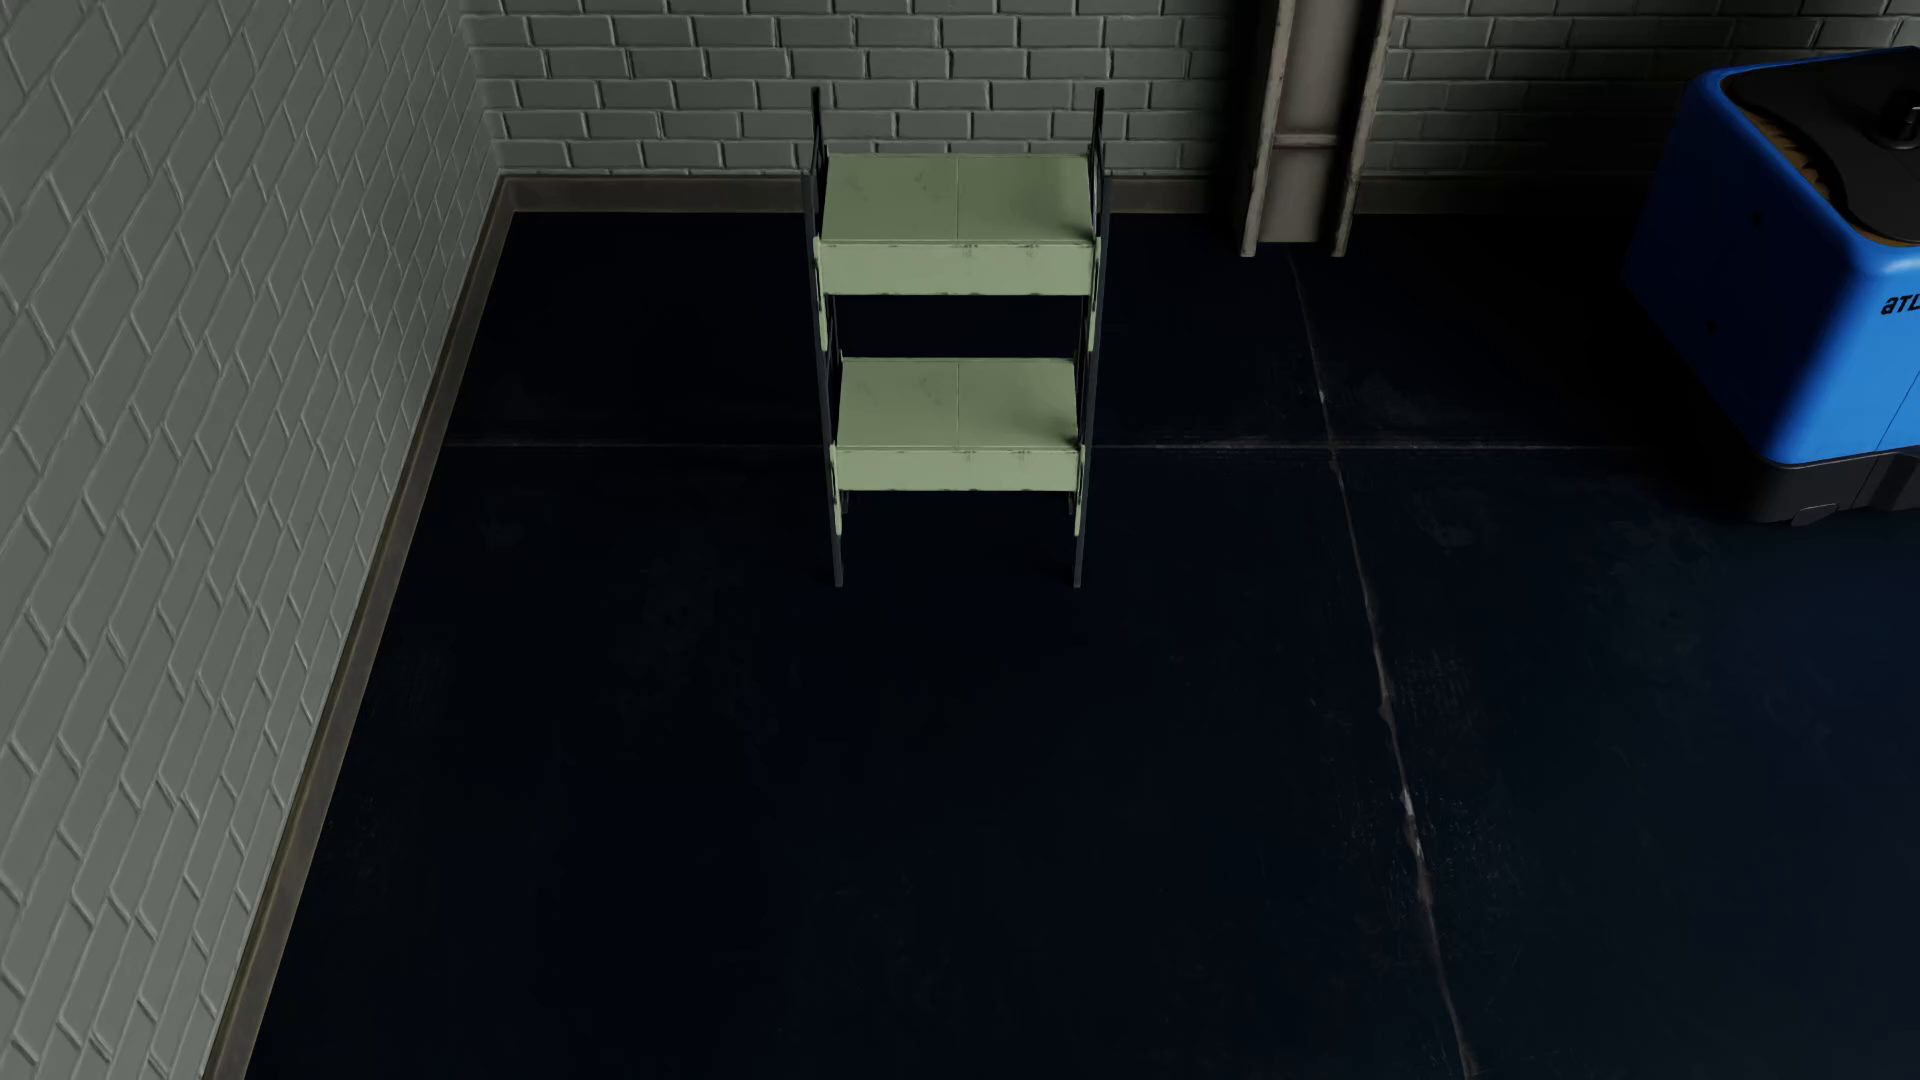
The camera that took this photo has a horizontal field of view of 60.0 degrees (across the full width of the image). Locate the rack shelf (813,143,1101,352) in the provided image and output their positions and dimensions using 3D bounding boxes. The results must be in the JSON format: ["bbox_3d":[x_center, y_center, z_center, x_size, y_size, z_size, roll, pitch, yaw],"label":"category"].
[{"bbox_3d":[-0.007,-0.777,4.415,0.720,0.370,0.431,0,47,0],"label":"rack shelf"}]

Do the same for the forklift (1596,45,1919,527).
[{"bbox_3d":[3.803,-1.596,4.734,3.031,2.935,1.130,-9,48,-8],"label":"forklift"}]

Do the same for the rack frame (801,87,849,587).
[{"bbox_3d":[-0.373,-0.512,4.702,0.023,1.500,0.400,0,47,0],"label":"rack frame"}]

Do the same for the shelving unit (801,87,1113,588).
[{"bbox_3d":[-0.007,-0.511,4.701,0.755,1.500,0.431,0,47,0],"label":"shelving unit"}]

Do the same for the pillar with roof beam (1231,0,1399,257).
[{"bbox_3d":[1.231,-1.091,0.117,0.400,9.000,9.100,0,47,0],"label":"pillar with roof beam"}]

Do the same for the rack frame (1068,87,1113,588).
[{"bbox_3d":[0.359,-0.510,4.700,0.023,1.500,0.400,0,47,0],"label":"rack frame"}]

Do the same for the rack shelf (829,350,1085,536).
[{"bbox_3d":[-0.007,-0.289,4.940,0.720,0.370,0.431,0,47,0],"label":"rack shelf"}]
